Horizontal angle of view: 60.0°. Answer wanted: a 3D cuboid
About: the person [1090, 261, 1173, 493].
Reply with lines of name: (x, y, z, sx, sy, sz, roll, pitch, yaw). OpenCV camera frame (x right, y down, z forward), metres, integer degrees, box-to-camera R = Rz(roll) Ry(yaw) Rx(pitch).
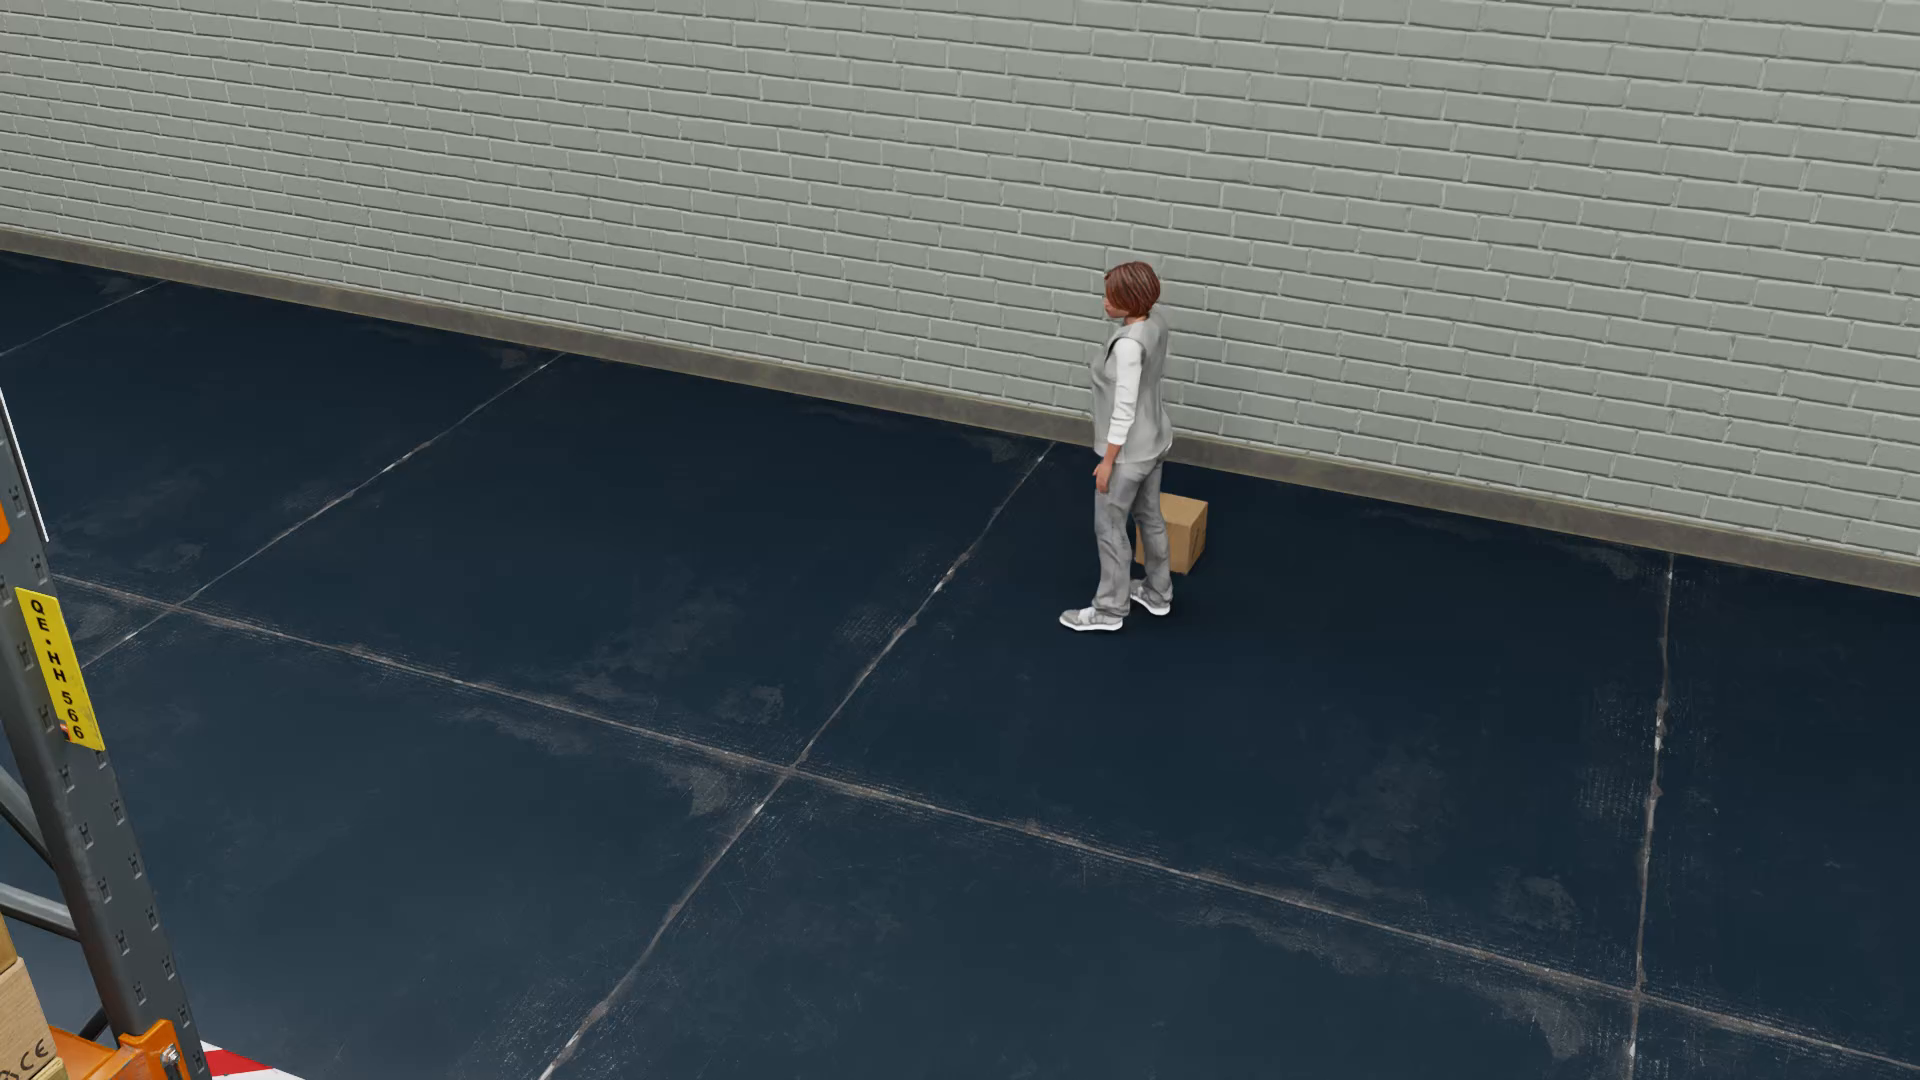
person: (0.684, -0.657, 6.564, 0.328, 0.925, 0.435, 15, 33, 23)
